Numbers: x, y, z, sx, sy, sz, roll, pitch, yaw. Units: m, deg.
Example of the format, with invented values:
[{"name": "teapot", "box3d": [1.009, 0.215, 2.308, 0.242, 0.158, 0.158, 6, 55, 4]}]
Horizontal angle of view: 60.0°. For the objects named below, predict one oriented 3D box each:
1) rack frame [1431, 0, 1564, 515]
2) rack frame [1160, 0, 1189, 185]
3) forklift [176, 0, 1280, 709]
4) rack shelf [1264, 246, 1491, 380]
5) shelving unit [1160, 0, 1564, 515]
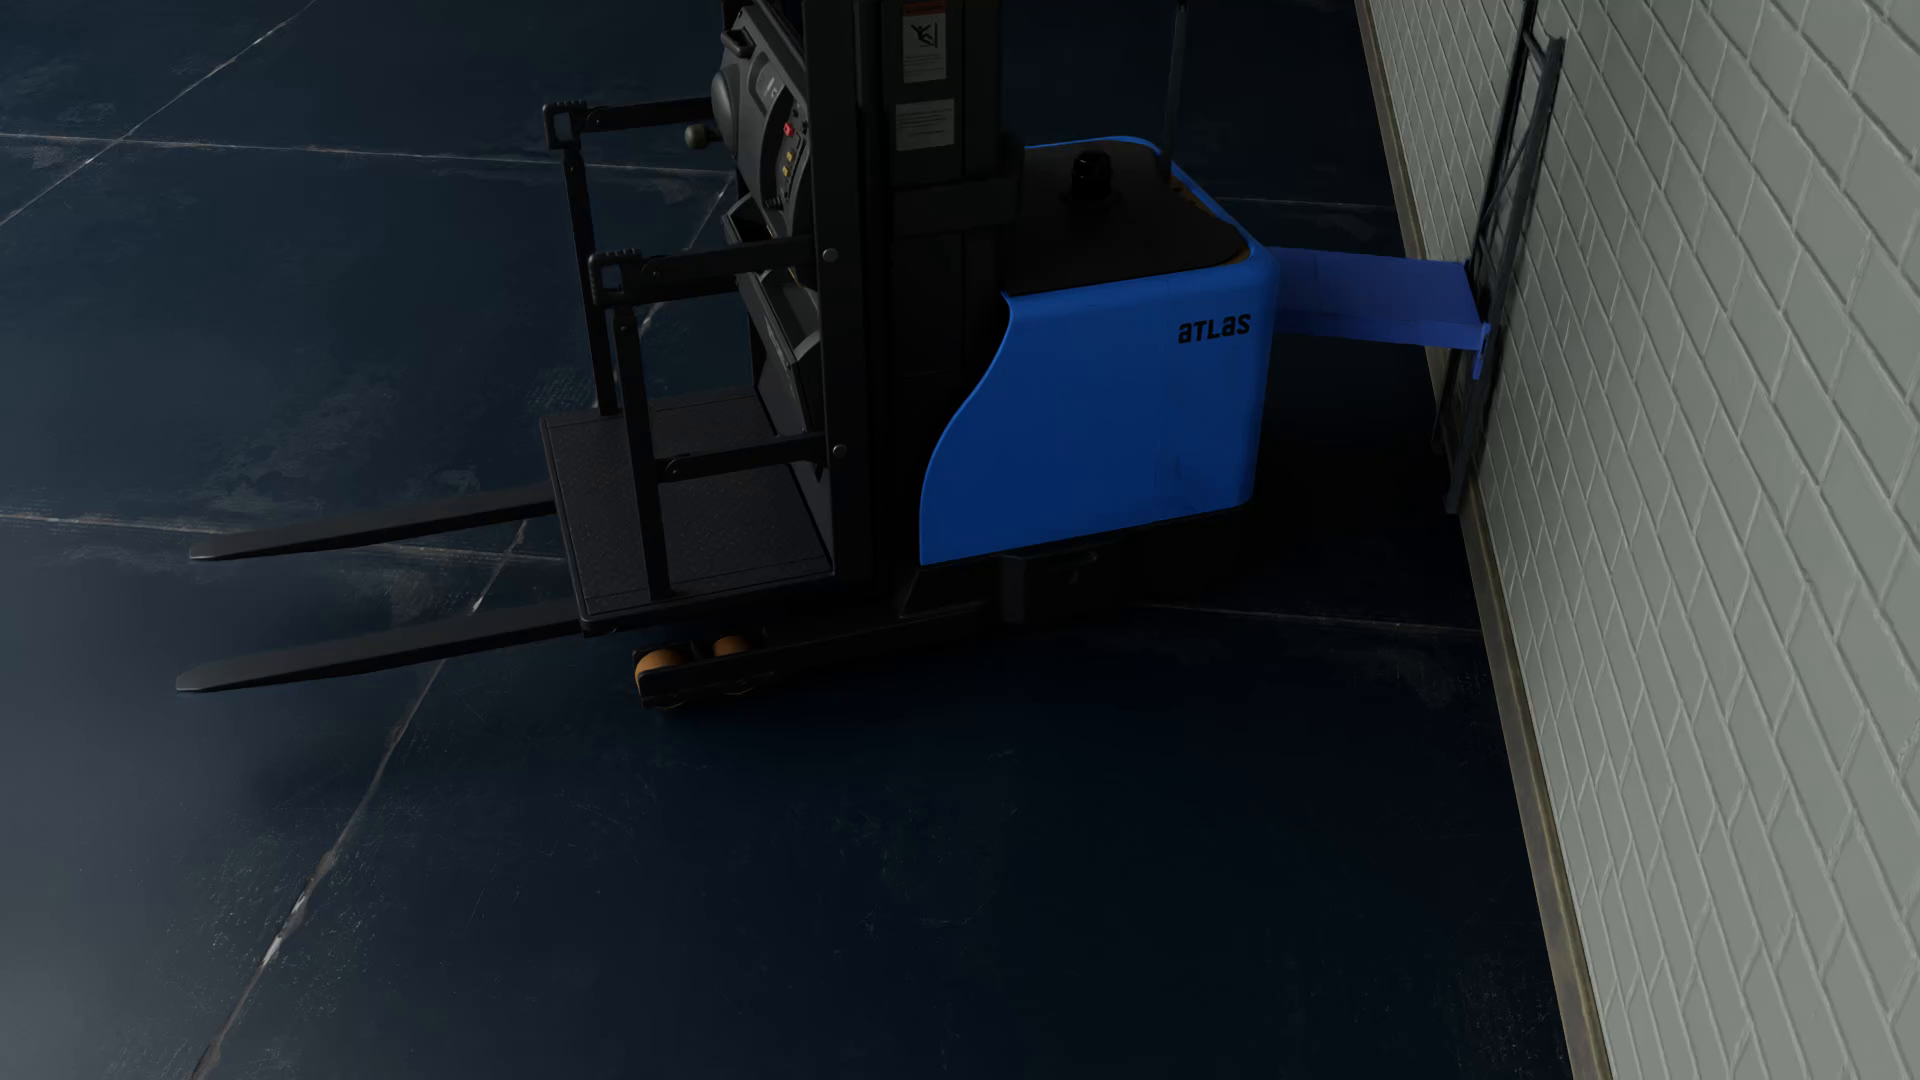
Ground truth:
[{"name": "rack frame", "box3d": [1.628, -0.848, 5.112, 0.032, 1.500, 0.500, 6, 32, 6]}, {"name": "rack frame", "box3d": [0.622, -0.955, 5.212, 0.032, 1.500, 0.500, 6, 32, 6]}, {"name": "forklift", "box3d": [-0.694, -1.071, 4.227, 3.031, 2.935, 1.130, -10, 37, -14]}, {"name": "rack shelf", "box3d": [1.118, -0.749, 5.257, 1.000, 0.185, 0.538, 6, 32, 6]}, {"name": "shelving unit", "box3d": [1.125, -0.902, 5.162, 1.048, 1.500, 0.538, 6, 32, 6]}]
